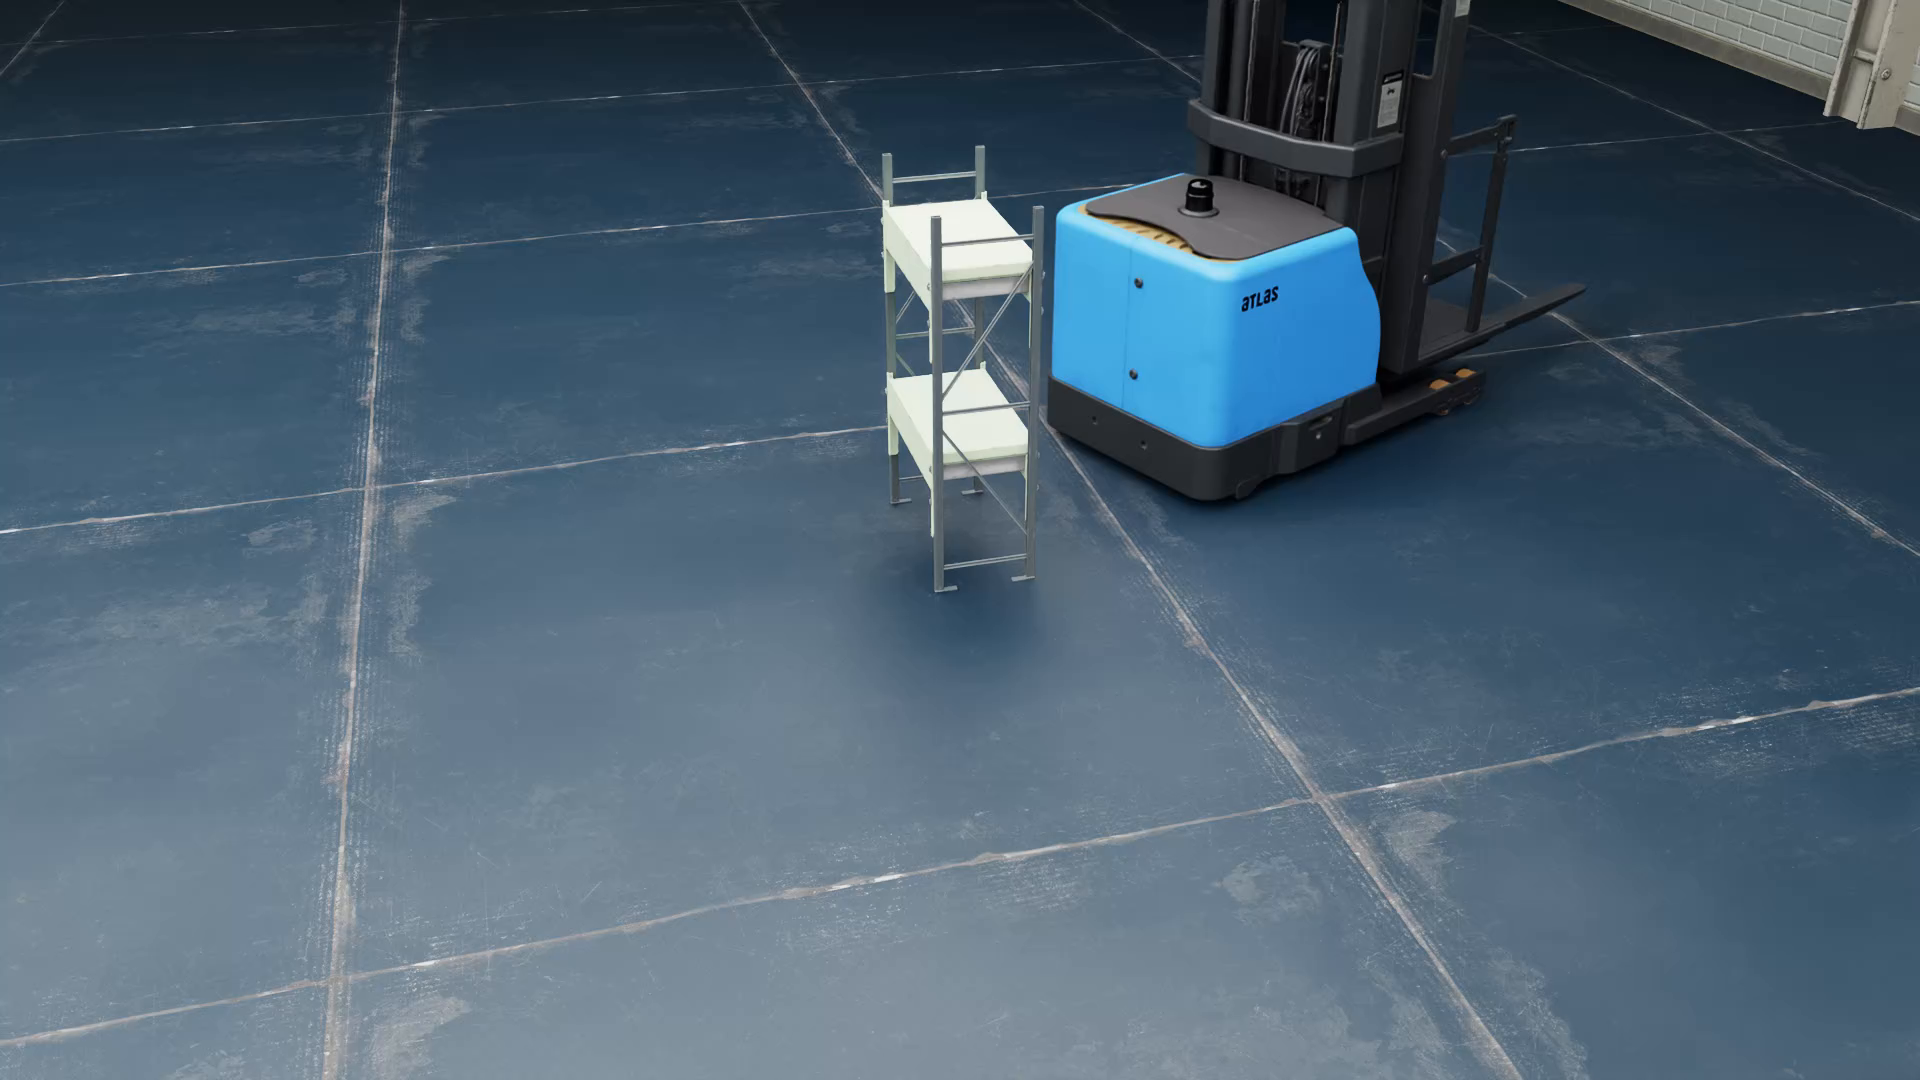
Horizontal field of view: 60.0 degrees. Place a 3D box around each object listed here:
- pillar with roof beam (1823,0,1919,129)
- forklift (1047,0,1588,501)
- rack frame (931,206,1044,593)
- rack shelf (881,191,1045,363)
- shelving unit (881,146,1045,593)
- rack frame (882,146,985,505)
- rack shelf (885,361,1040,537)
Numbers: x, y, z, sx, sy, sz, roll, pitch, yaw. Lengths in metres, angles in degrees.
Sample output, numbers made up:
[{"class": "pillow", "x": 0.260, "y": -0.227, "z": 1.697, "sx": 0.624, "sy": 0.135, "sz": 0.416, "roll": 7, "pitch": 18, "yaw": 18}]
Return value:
[{"class": "pillar with roof beam", "x": 2.328, "y": -6.347, "z": 8.732, "sx": 9.100, "sy": 9.000, "sz": 0.400, "roll": -8, "pitch": 31, "yaw": -13}, {"class": "forklift", "x": 1.853, "y": -2.030, "z": 7.332, "sx": 3.031, "sy": 2.935, "sz": 1.130, "roll": -22, "pitch": 37, "yaw": -33}, {"class": "rack frame", "x": 0.095, "y": -0.476, "z": 6.074, "sx": 0.400, "sy": 1.500, "sz": 0.023, "roll": -8, "pitch": 31, "yaw": -13}, {"class": "rack shelf", "x": -0.002, "y": -0.990, "z": 6.184, "sx": 0.431, "sy": 0.370, "sz": 0.720, "roll": -8, "pitch": 31, "yaw": -13}, {"class": "shelving unit", "x": -0.002, "y": -0.652, "z": 6.380, "sx": 0.431, "sy": 1.500, "sz": 0.755, "roll": -8, "pitch": 31, "yaw": -13}, {"class": "rack frame", "x": -0.099, "y": -0.829, "z": 6.685, "sx": 0.400, "sy": 1.500, "sz": 0.023, "roll": -8, "pitch": 31, "yaw": -13}, {"class": "rack shelf", "x": -0.002, "y": -0.370, "z": 6.543, "sx": 0.431, "sy": 0.370, "sz": 0.720, "roll": -8, "pitch": 31, "yaw": -13}]
